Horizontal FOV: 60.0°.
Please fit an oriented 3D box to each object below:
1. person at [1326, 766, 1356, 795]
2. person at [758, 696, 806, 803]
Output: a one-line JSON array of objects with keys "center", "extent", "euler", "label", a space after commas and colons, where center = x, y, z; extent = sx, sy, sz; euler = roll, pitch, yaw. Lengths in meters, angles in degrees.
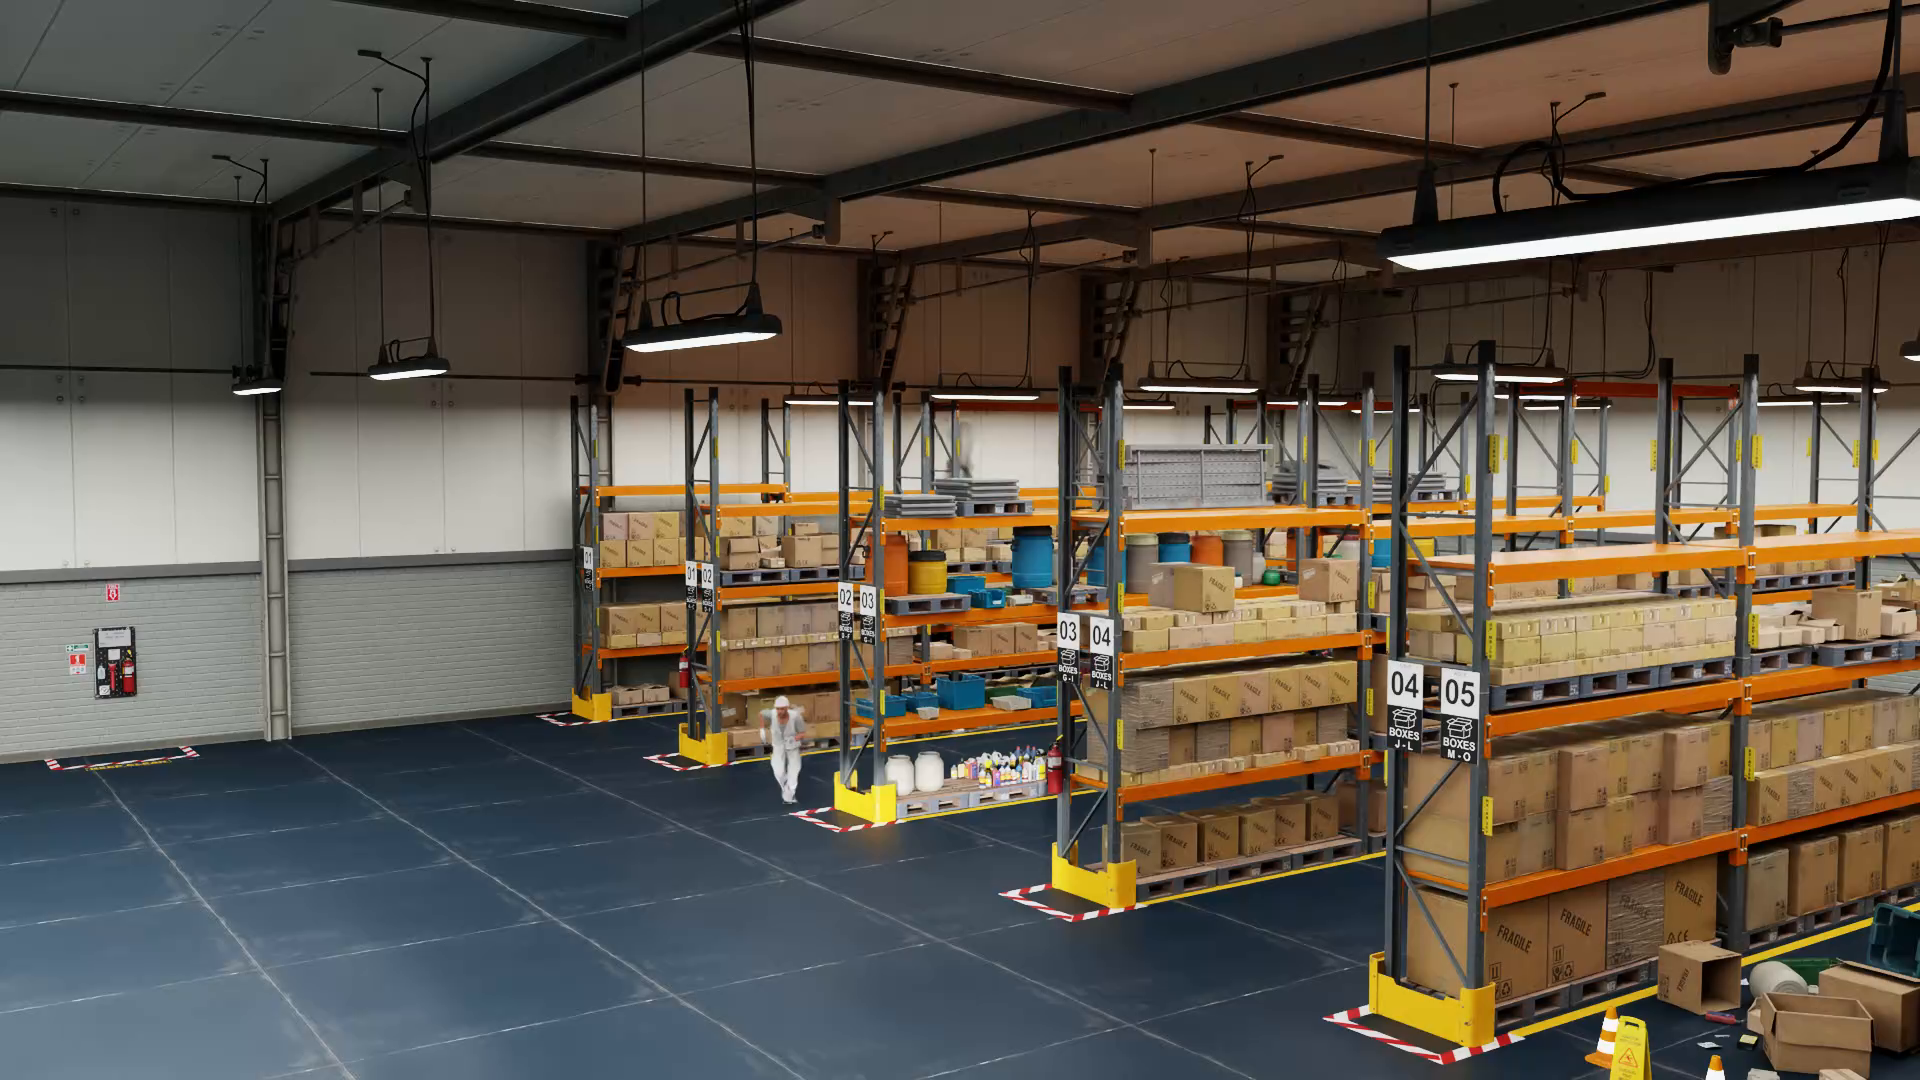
[{"center": [5.591, 2.825, 24.219], "extent": [0.943, 1.724, 0.675], "euler": [-3, 4, -40], "label": "person"}, {"center": [-2.497, 2.950, 23.338], "extent": [0.704, 1.598, 0.905], "euler": [0, 3, 3], "label": "person"}]
